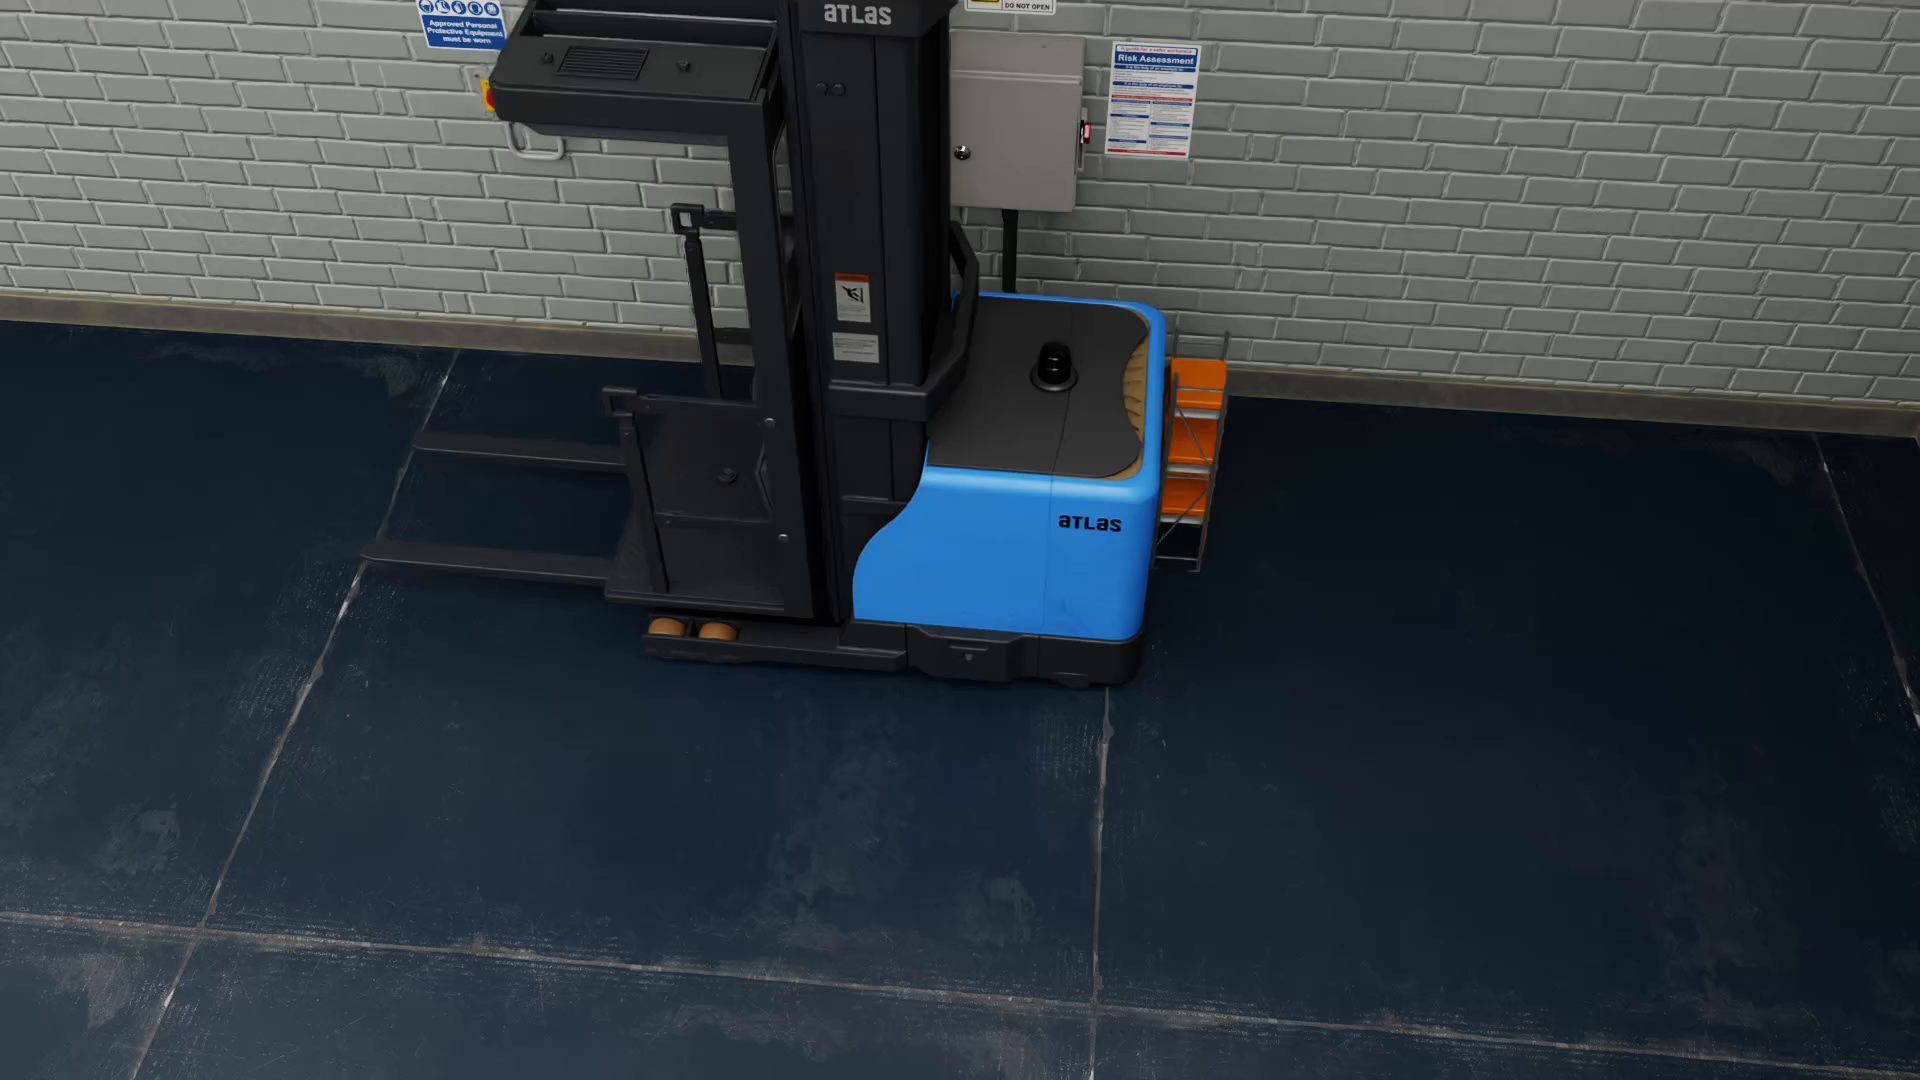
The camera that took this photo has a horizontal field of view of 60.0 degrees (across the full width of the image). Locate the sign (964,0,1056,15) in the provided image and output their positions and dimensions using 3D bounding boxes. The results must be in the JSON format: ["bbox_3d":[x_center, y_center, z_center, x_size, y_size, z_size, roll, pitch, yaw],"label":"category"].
[{"bbox_3d":[0.183,-2.020,6.031,0.339,0.242,0.001,4,48,4],"label":"sign"}]

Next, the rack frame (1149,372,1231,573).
[{"bbox_3d":[0.860,-0.233,6.278,0.200,1.050,0.008,4,48,4],"label":"rack frame"}]

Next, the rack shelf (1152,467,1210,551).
[{"bbox_3d":[0.871,-0.128,6.573,0.215,0.259,0.240,4,48,4],"label":"rack shelf"}]

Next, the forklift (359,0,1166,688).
[{"bbox_3d":[-0.782,-0.903,5.616,3.031,2.935,1.130,5,48,4],"label":"forklift"}]

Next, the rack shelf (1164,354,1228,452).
[{"bbox_3d":[0.871,-0.507,6.158,0.215,0.259,0.240,4,48,4],"label":"rack shelf"}]

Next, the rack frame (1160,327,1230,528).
[{"bbox_3d":[0.883,-0.413,6.442,0.200,1.050,0.008,4,48,4],"label":"rack frame"}]

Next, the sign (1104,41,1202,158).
[{"bbox_3d":[0.730,-1.672,6.337,0.329,0.494,0.001,4,48,4],"label":"sign"}]

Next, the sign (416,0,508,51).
[{"bbox_3d":[-1.902,-1.973,6.365,0.327,0.218,0.001,4,48,4],"label":"sign"}]

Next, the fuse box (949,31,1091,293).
[{"bbox_3d":[0.219,-1.150,6.668,0.539,1.711,0.414,4,48,4],"label":"fuse box"}]

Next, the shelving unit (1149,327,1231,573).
[{"bbox_3d":[0.871,-0.323,6.360,0.215,1.050,0.252,4,48,4],"label":"shelving unit"}]

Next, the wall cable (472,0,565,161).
[{"bbox_3d":[-1.860,-2.187,6.034,0.585,1.953,0.123,4,48,4],"label":"wall cable"}]

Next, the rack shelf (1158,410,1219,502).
[{"bbox_3d":[0.871,-0.316,6.368,0.215,0.259,0.240,4,48,4],"label":"rack shelf"}]
